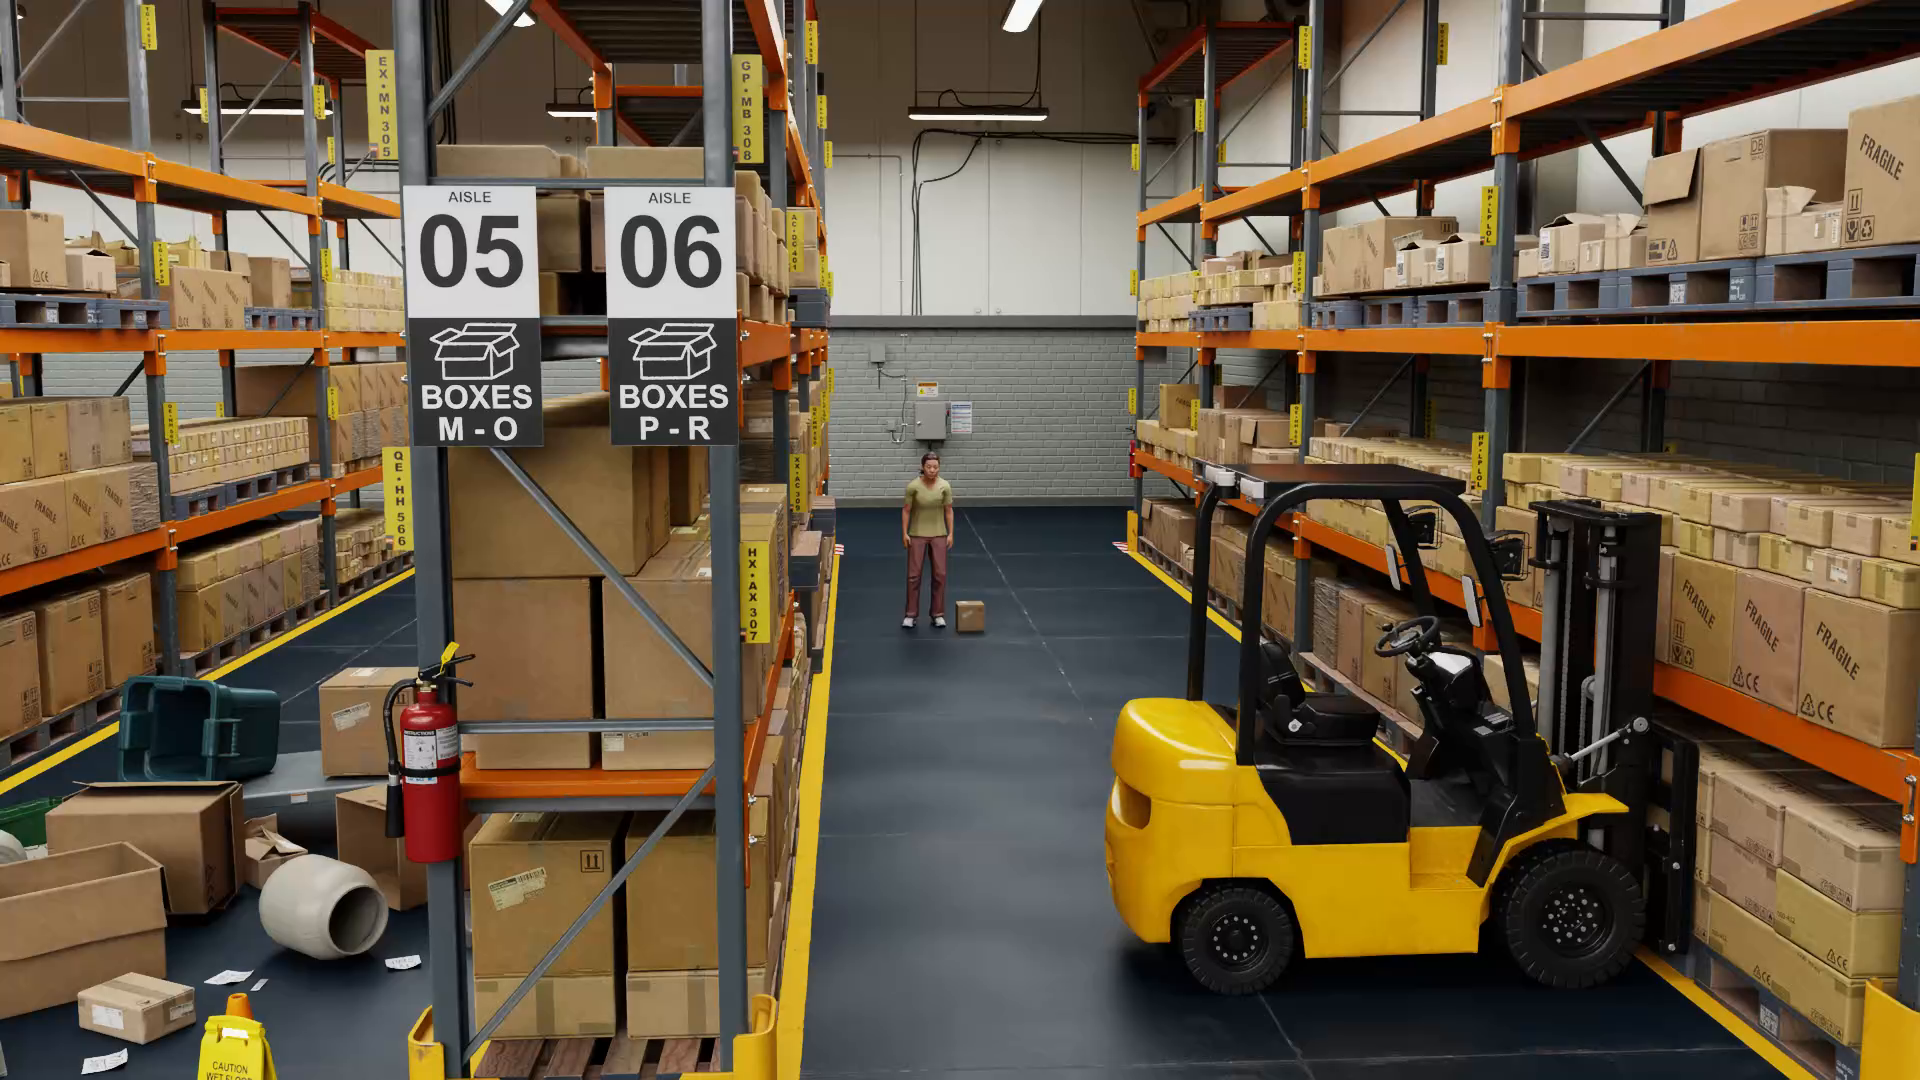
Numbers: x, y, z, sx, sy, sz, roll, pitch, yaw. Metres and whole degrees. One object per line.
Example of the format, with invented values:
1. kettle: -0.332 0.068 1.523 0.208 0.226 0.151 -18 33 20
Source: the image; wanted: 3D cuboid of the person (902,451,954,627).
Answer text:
1. person: -0.307 -0.014 15.873 0.512 1.671 0.358 -1 7 -7
